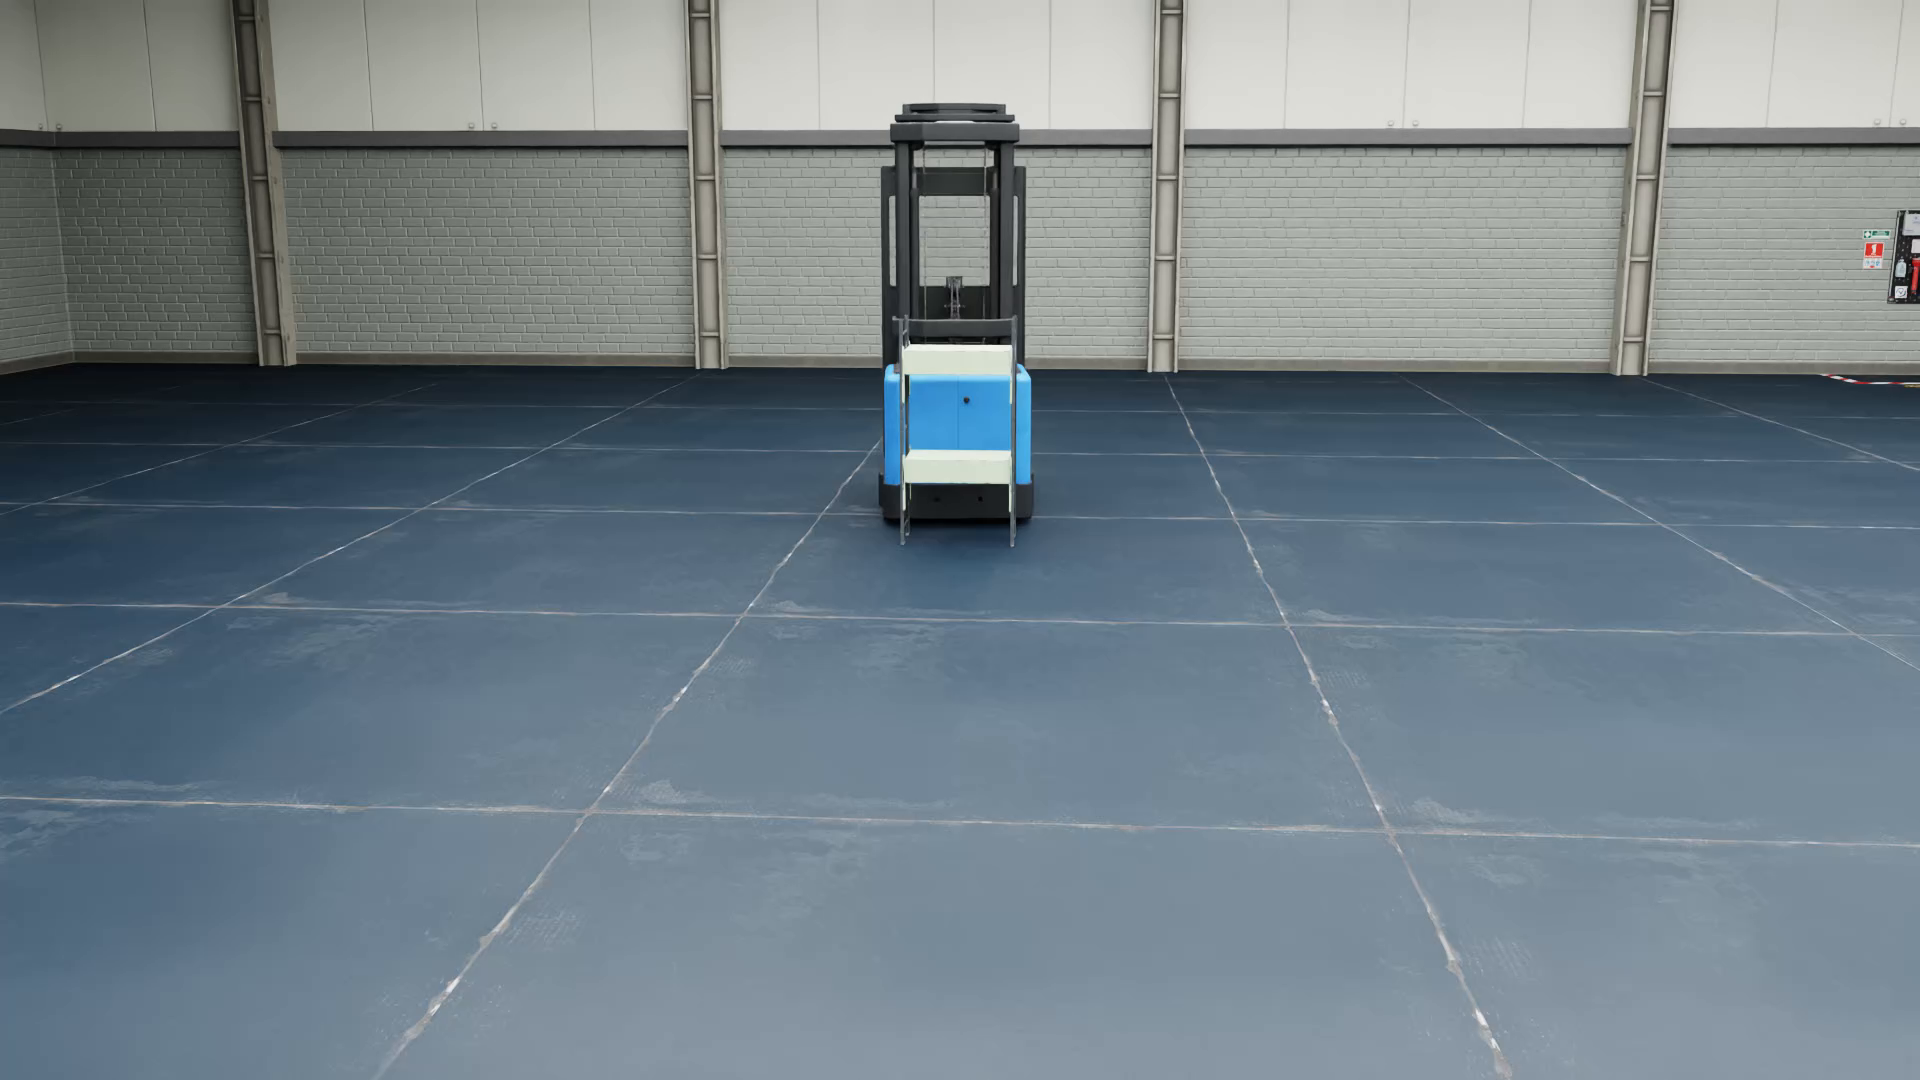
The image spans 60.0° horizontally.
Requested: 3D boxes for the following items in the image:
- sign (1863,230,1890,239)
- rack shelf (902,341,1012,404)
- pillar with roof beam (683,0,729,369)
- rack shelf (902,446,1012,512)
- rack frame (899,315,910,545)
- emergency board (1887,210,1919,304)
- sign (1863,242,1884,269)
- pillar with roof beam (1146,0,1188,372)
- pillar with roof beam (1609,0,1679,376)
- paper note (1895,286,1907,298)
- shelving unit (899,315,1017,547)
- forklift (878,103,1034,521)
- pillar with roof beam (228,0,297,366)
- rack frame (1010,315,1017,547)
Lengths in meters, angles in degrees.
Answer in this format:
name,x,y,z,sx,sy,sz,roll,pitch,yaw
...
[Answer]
name,x,y,z,sx,sy,sz,roll,pitch,yaw
sign,11.634,-3.879,21.106,0.331,0.109,0.001,1,12,4
rack shelf,-0.007,-1.116,11.035,0.720,0.370,0.431,1,12,4
pillar with roof beam,-3.610,-5.837,17.195,0.400,9.000,9.100,1,12,4
rack shelf,-0.007,-0.415,11.182,0.720,0.370,0.431,1,12,4
rack frame,-0.372,-0.739,11.139,0.023,1.500,0.400,1,12,4
emergency board,12.175,-3.576,21.036,0.643,1.169,0.194,1,12,4
sign,11.630,-3.622,21.169,0.234,0.329,0.001,1,12,4
pillar with roof beam,2.377,-5.755,16.803,0.400,9.000,9.100,1,12,4
pillar with roof beam,8.364,-5.673,16.411,0.400,9.000,9.100,1,12,4
paper note,12.003,-3.161,21.205,0.142,0.148,0.016,1,12,4
shelving unit,-0.007,-0.734,11.115,0.755,1.500,0.431,1,12,4
forklift,-0.057,-1.823,12.824,1.130,2.935,3.031,0,12,-2
pillar with roof beam,-9.596,-5.919,17.588,0.400,9.000,9.100,1,12,4
rack frame,0.359,-0.729,11.091,0.023,1.500,0.400,1,12,4
